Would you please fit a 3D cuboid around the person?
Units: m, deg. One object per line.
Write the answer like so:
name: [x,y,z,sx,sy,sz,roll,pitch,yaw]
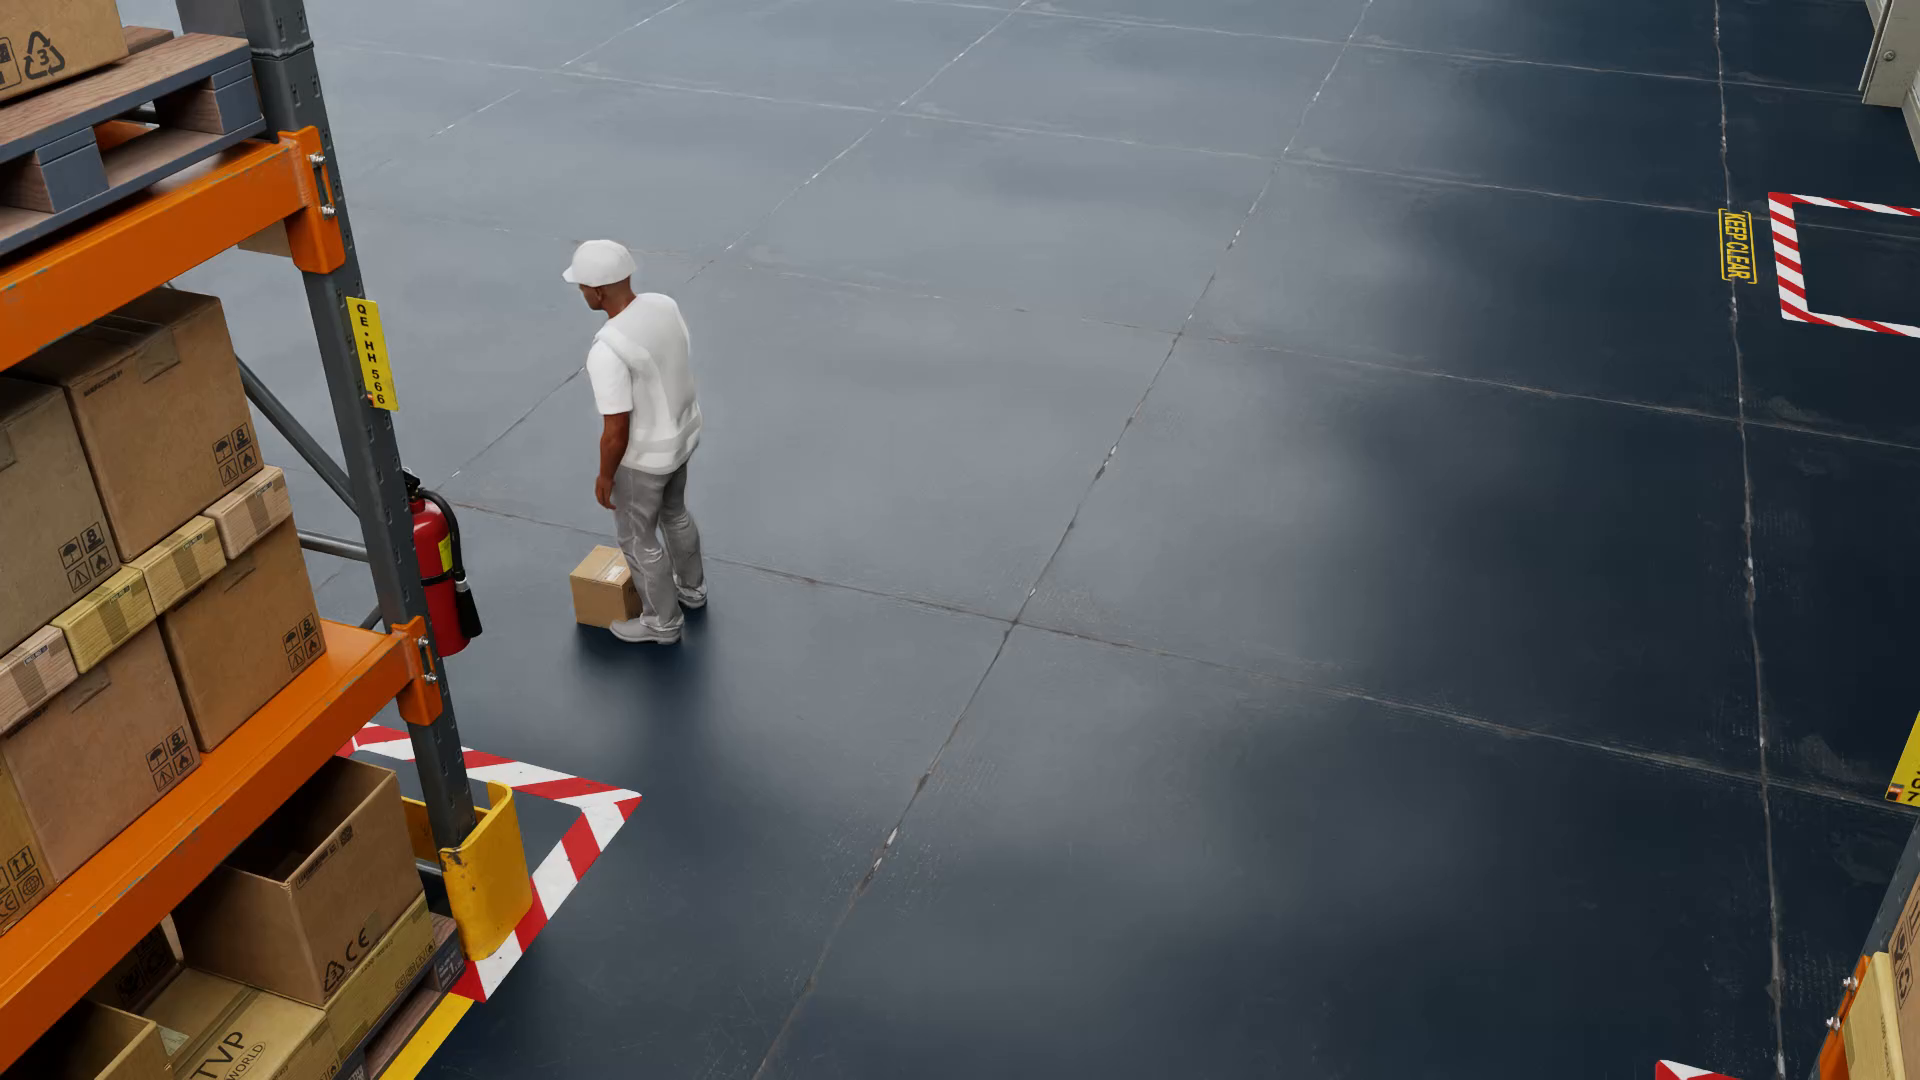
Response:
person: [-1.285,-0.388,6.718,0.460,1.761,0.627,11,35,16]
